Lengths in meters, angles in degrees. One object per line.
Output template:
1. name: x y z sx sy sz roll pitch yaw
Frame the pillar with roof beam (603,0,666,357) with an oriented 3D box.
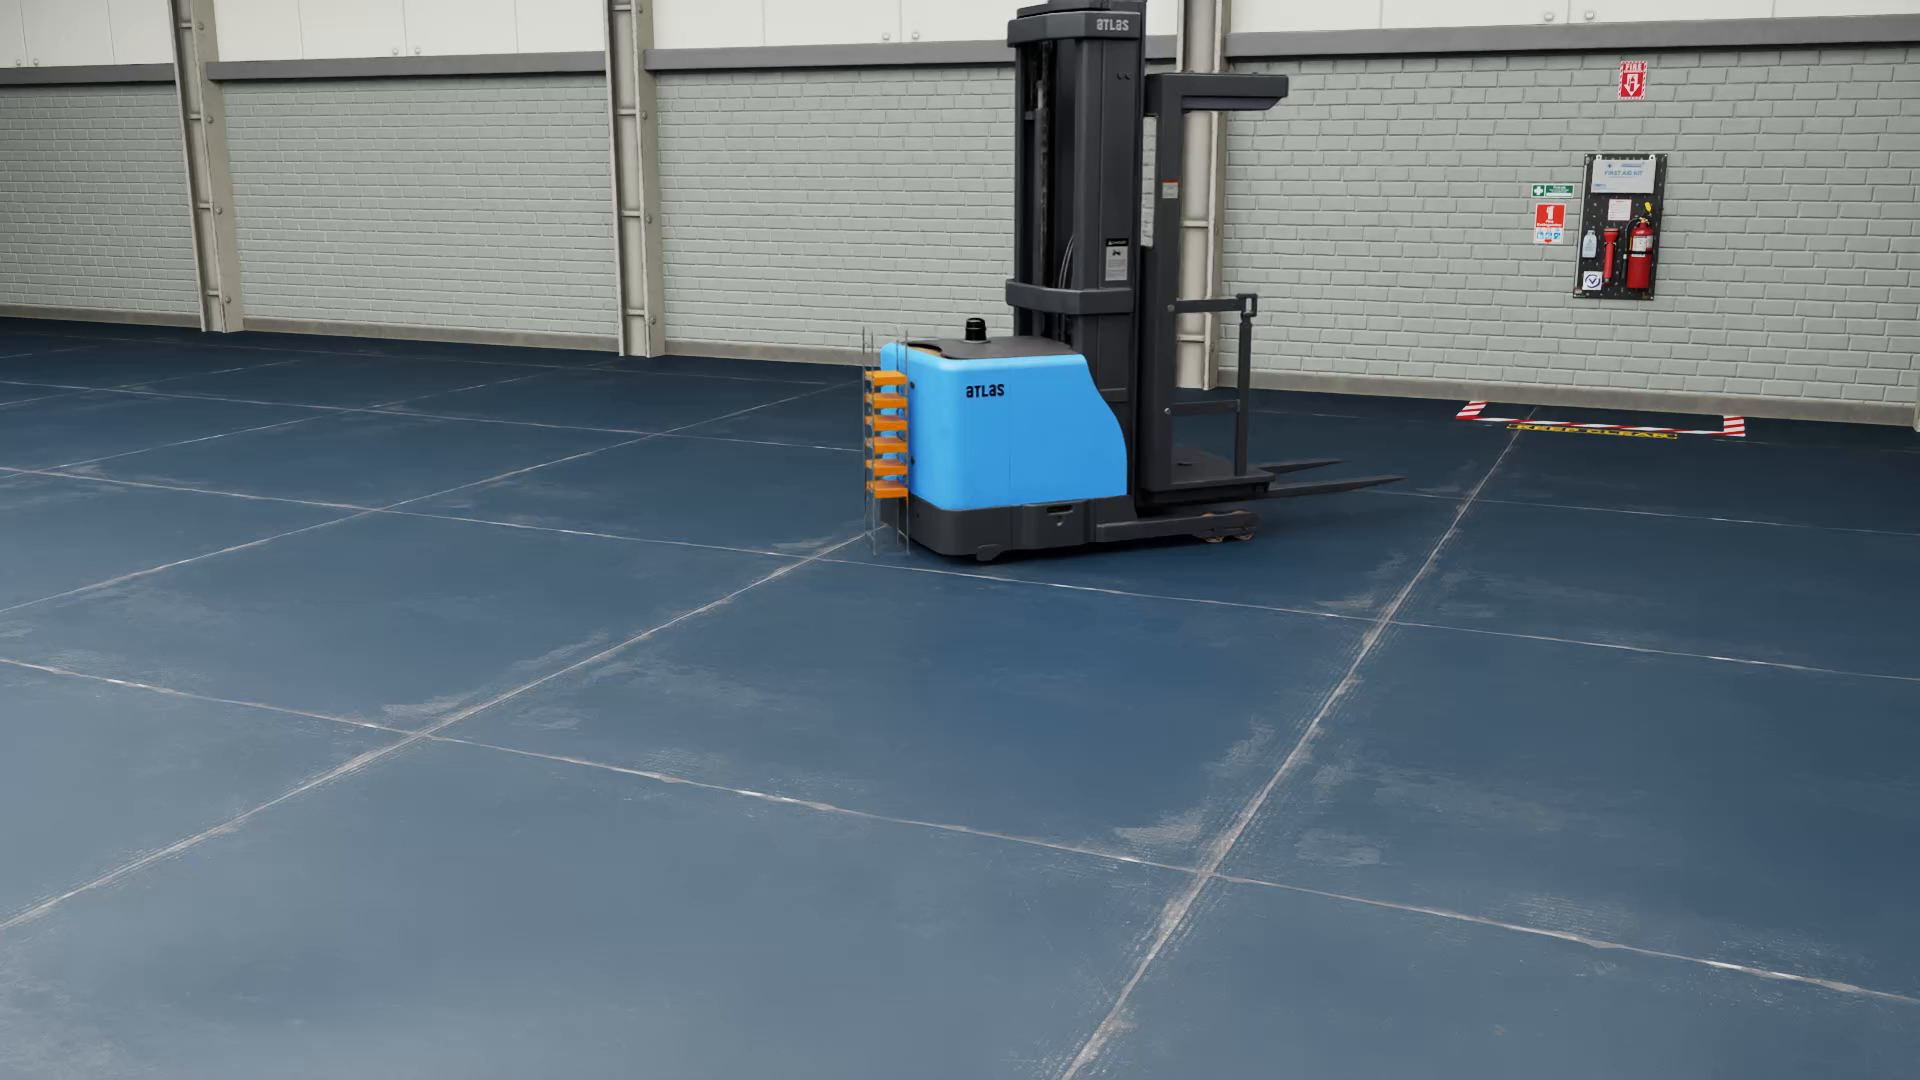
1. pillar with roof beam: -5.100 -5.441 12.743 0.400 9.000 9.100 6 14 23

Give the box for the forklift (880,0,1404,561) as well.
1. forklift: 1.112 -1.513 9.287 3.031 2.935 1.130 -6 14 -22

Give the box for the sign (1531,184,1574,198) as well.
1. sign: 4.908 -2.891 13.772 0.331 0.109 0.001 6 14 23

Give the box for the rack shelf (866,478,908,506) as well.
1. rack shelf: -0.398 -0.253 8.949 0.180 0.103 0.258 -4 14 -15

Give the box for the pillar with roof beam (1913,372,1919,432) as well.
1. pillar with roof beam: 5.872 -4.330 8.011 0.400 9.000 9.100 6 14 23

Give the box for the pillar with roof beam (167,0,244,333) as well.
1. pillar with roof beam: -10.586 -5.996 15.109 0.400 9.000 9.100 6 14 23

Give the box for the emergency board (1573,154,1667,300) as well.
1. emergency board: 5.372 -2.545 13.537 0.643 1.169 0.194 6 14 23

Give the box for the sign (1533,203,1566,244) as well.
1. sign: 4.908 -2.636 13.842 0.234 0.329 0.001 6 14 23

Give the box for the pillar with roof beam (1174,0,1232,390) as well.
1. pillar with roof beam: 0.386 -4.886 10.377 0.400 9.000 9.100 6 14 23

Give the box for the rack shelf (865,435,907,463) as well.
1. rack shelf: -0.398 -0.486 8.894 0.180 0.103 0.258 -4 14 -15

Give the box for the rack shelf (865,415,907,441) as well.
1. rack shelf: -0.398 -0.603 8.866 0.180 0.103 0.258 -4 14 -15

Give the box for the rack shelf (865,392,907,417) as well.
1. rack shelf: -0.398 -0.720 8.838 0.180 0.103 0.258 -4 14 -15

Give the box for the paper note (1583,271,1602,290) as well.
1. paper note: 5.238 -2.147 13.769 0.142 0.148 0.016 6 14 23

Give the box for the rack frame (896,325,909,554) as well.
1. rack frame: -0.310 -0.535 8.907 0.006 1.200 0.240 -4 14 -15

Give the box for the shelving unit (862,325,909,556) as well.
1. shelving unit: -0.398 -0.530 8.883 0.189 1.200 0.258 -4 14 -15

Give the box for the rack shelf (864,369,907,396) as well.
1. rack shelf: -0.398 -0.837 8.810 0.180 0.103 0.258 -4 14 -15

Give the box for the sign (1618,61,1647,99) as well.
1. sign: 5.405 -3.696 13.364 0.199 0.298 0.001 6 14 23

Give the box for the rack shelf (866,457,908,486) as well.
1. rack shelf: -0.398 -0.370 8.921 0.180 0.103 0.258 -4 14 -15

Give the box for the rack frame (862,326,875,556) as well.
1. rack frame: -0.486 -0.524 8.860 0.006 1.200 0.240 -4 14 -15
